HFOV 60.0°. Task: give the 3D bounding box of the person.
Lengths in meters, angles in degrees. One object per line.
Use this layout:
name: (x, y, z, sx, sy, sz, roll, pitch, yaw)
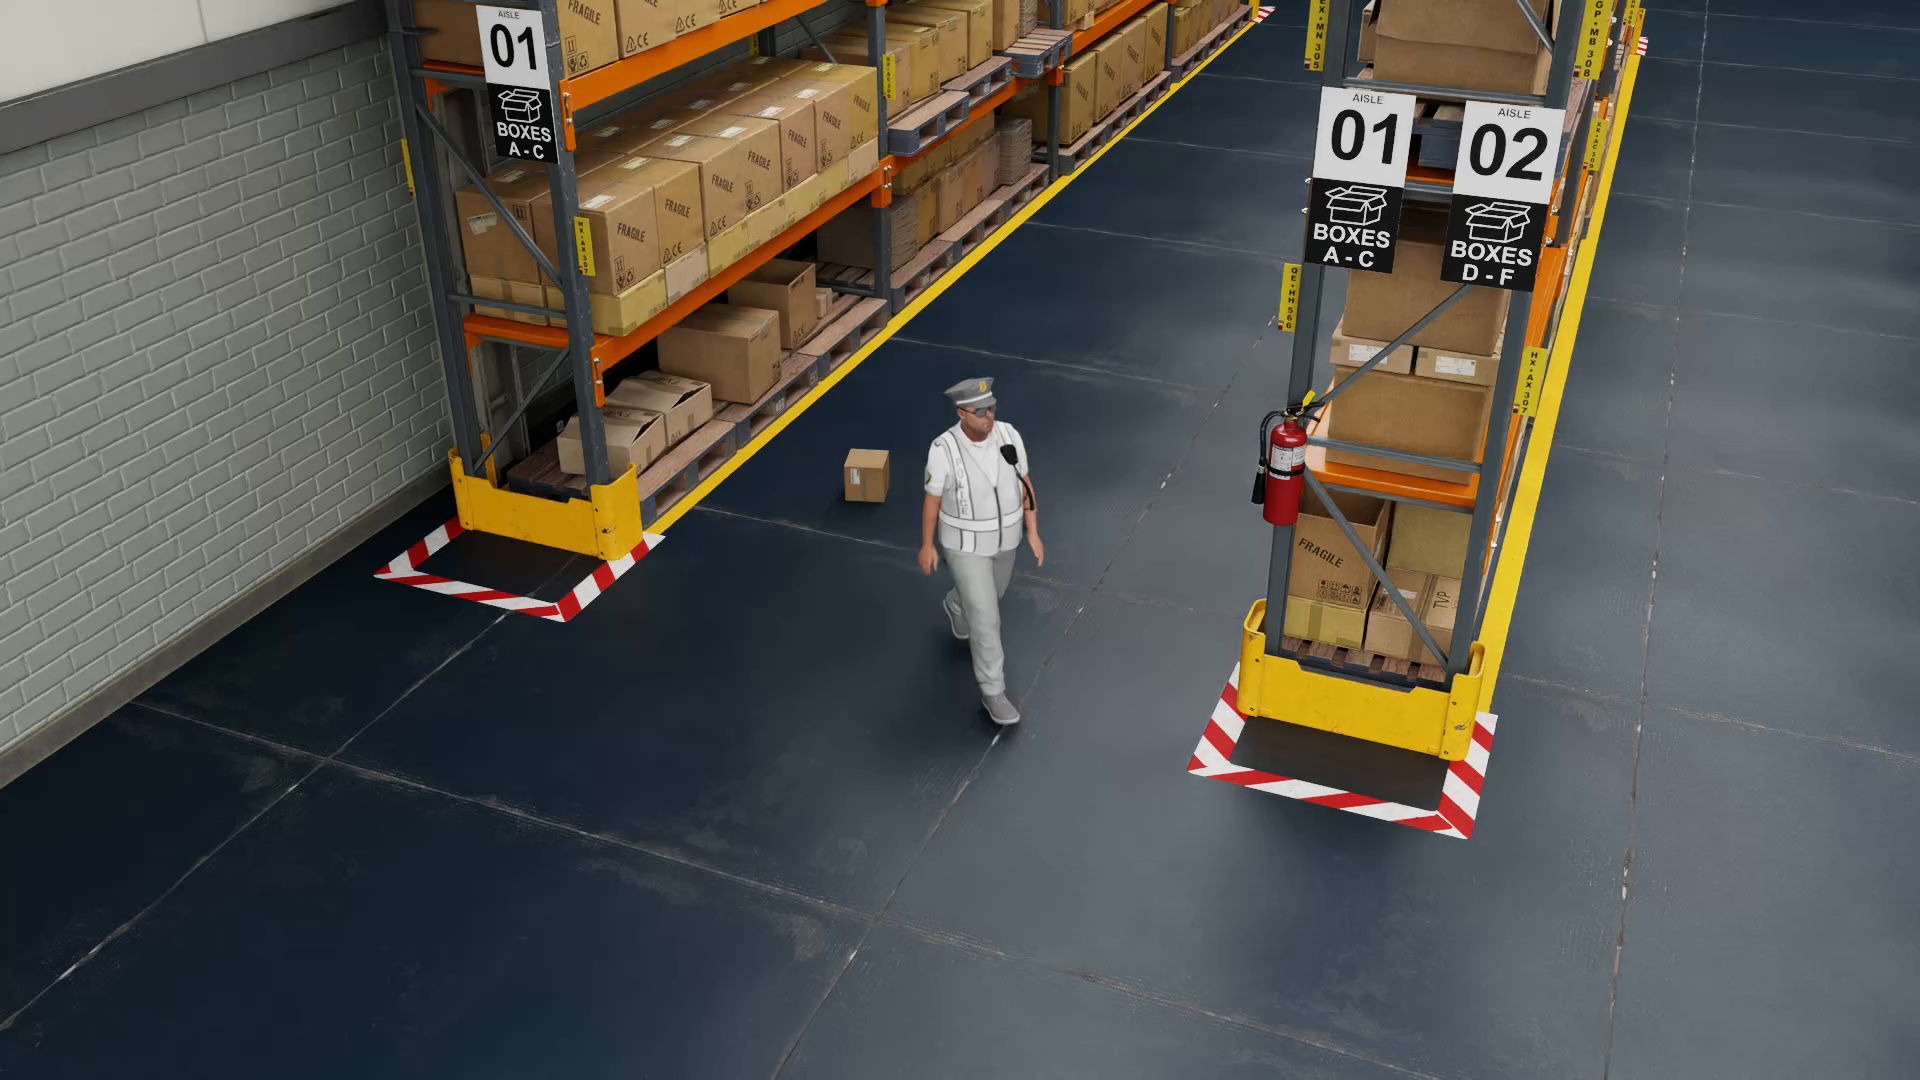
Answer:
person: (0.113, -0.032, 8.434, 0.564, 1.718, 1.050, -17, 34, -28)
